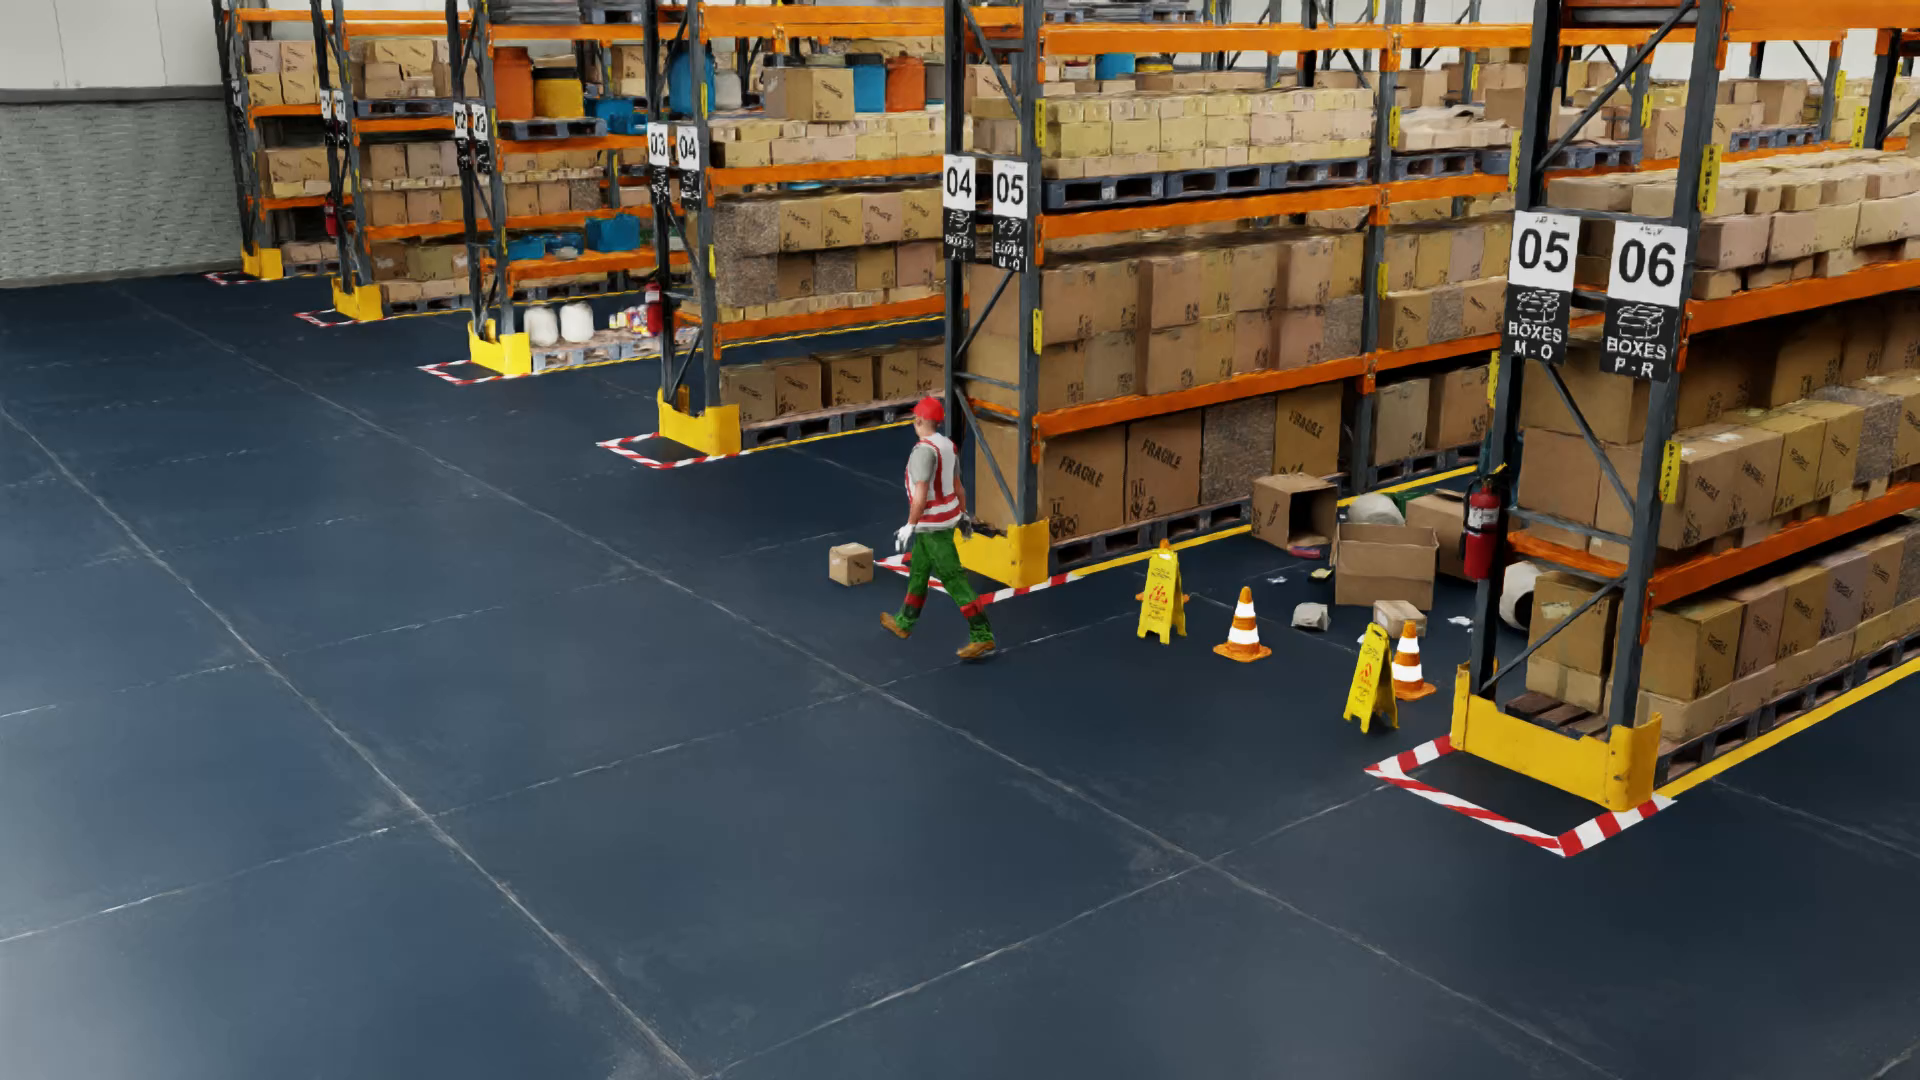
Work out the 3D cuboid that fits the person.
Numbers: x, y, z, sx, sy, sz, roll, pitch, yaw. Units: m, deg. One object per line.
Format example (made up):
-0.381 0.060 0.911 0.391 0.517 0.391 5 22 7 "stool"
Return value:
-0.179 -0.097 11.398 0.965 1.751 0.680 5 18 17 "person"
